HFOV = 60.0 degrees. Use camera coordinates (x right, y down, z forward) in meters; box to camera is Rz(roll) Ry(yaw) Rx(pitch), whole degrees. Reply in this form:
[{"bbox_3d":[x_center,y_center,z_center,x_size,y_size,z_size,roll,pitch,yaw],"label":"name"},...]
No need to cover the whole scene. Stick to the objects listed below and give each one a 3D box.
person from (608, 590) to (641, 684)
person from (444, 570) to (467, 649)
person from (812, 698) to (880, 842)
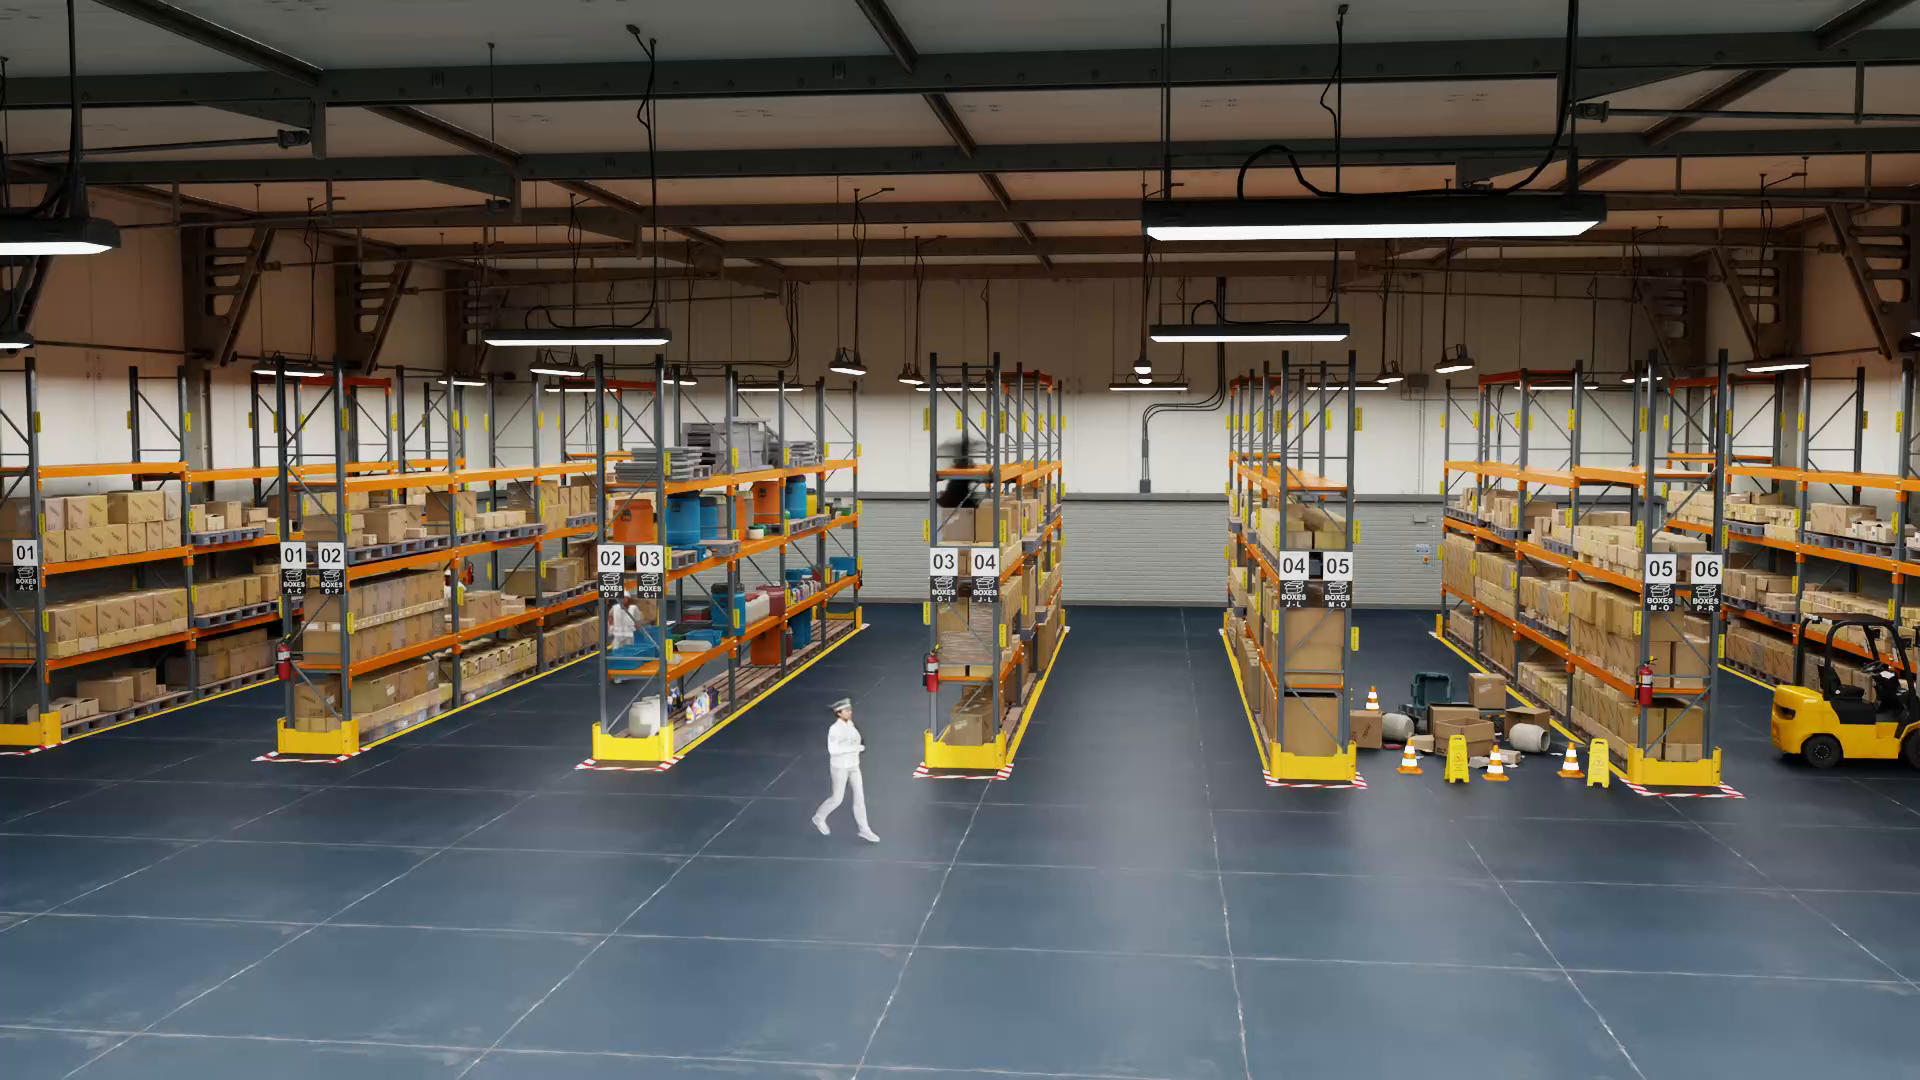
[{"bbox_3d":[-6.441,1.869,31.862,0.655,1.807,0.720,0,4,-4],"label":"person"},{"bbox_3d":[-11.155,1.552,36.290,0.681,1.823,0.830,0,4,0],"label":"person"},{"bbox_3d":[-1.364,2.719,19.811,0.910,1.683,0.610,3,5,33],"label":"person"}]
